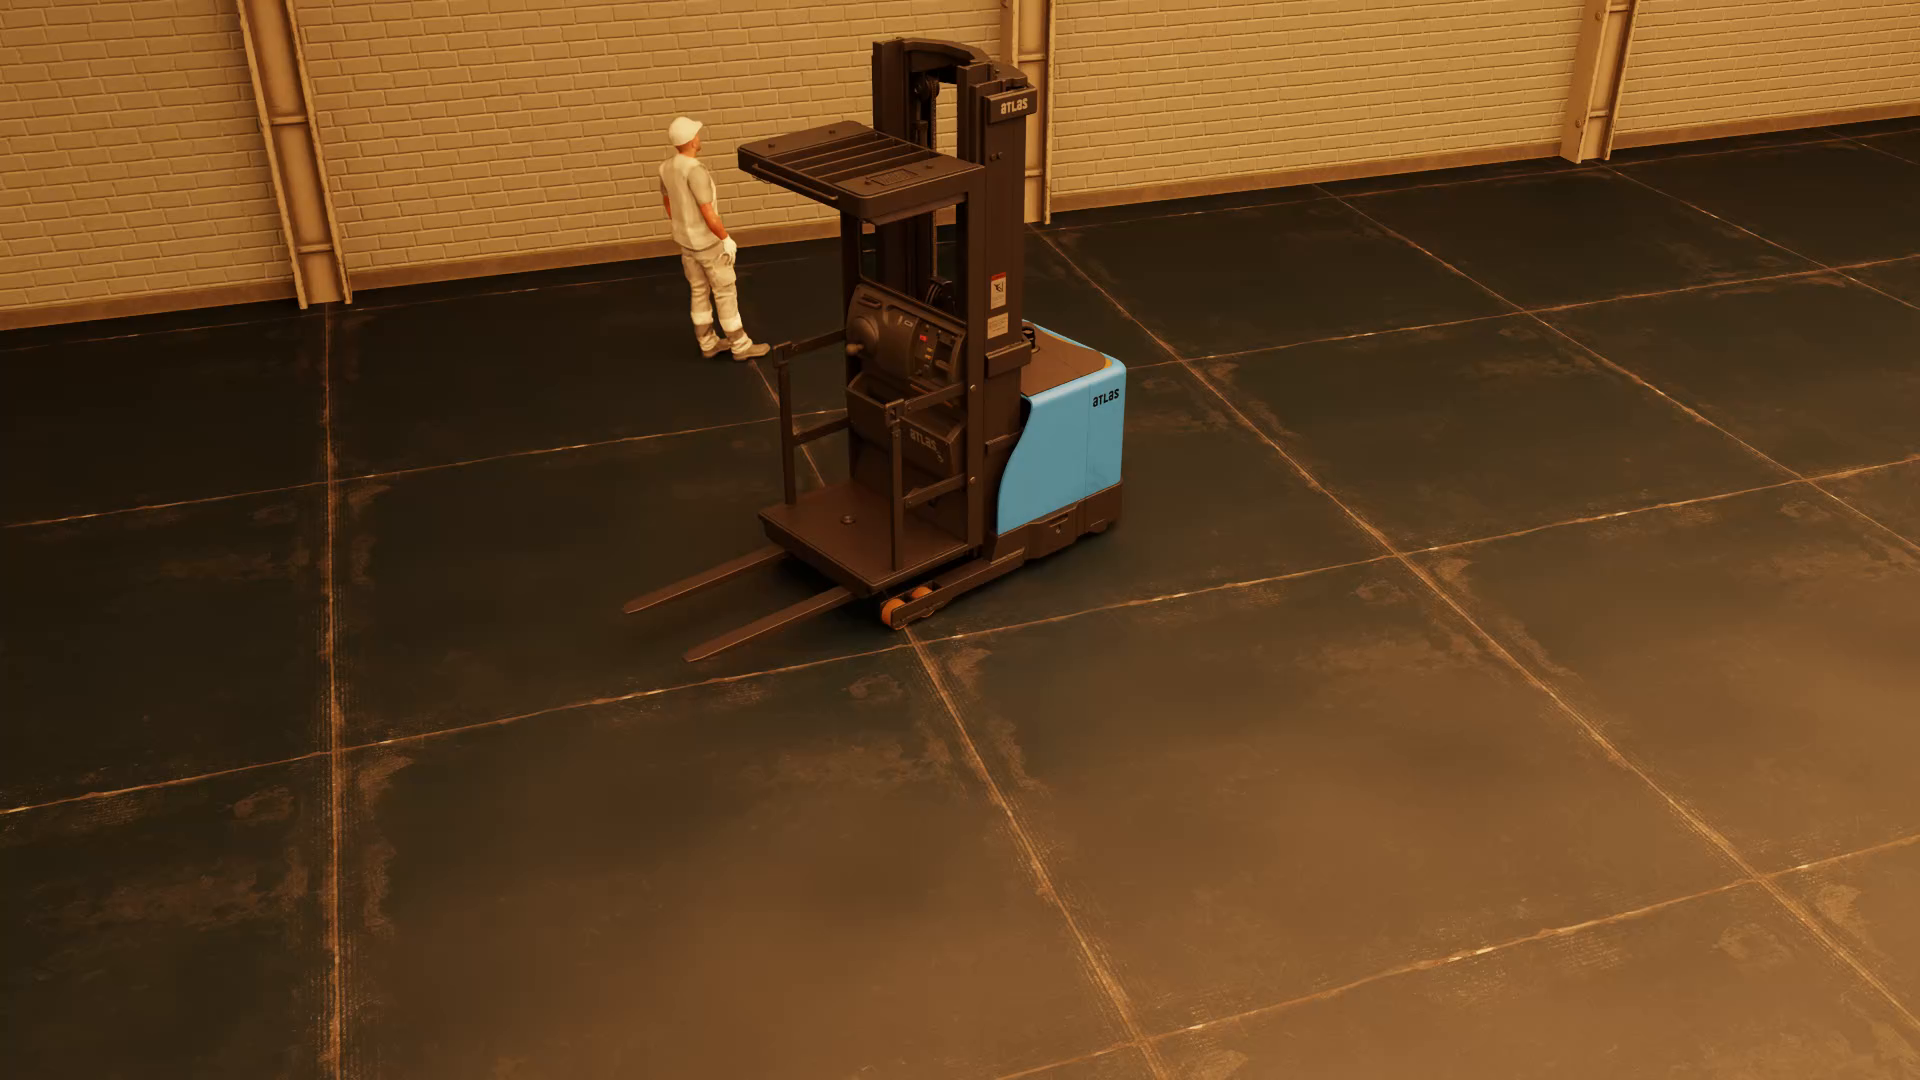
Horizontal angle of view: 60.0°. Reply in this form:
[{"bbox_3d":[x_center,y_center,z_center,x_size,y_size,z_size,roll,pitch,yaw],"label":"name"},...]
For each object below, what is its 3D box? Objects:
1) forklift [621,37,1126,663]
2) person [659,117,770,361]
[{"bbox_3d":[-0.461,-1.072,8.951,3.031,2.935,1.130,-23,37,-34],"label":"forklift"},{"bbox_3d":[-1.800,-2.181,12.011,0.565,1.789,0.643,-25,38,-37],"label":"person"}]
